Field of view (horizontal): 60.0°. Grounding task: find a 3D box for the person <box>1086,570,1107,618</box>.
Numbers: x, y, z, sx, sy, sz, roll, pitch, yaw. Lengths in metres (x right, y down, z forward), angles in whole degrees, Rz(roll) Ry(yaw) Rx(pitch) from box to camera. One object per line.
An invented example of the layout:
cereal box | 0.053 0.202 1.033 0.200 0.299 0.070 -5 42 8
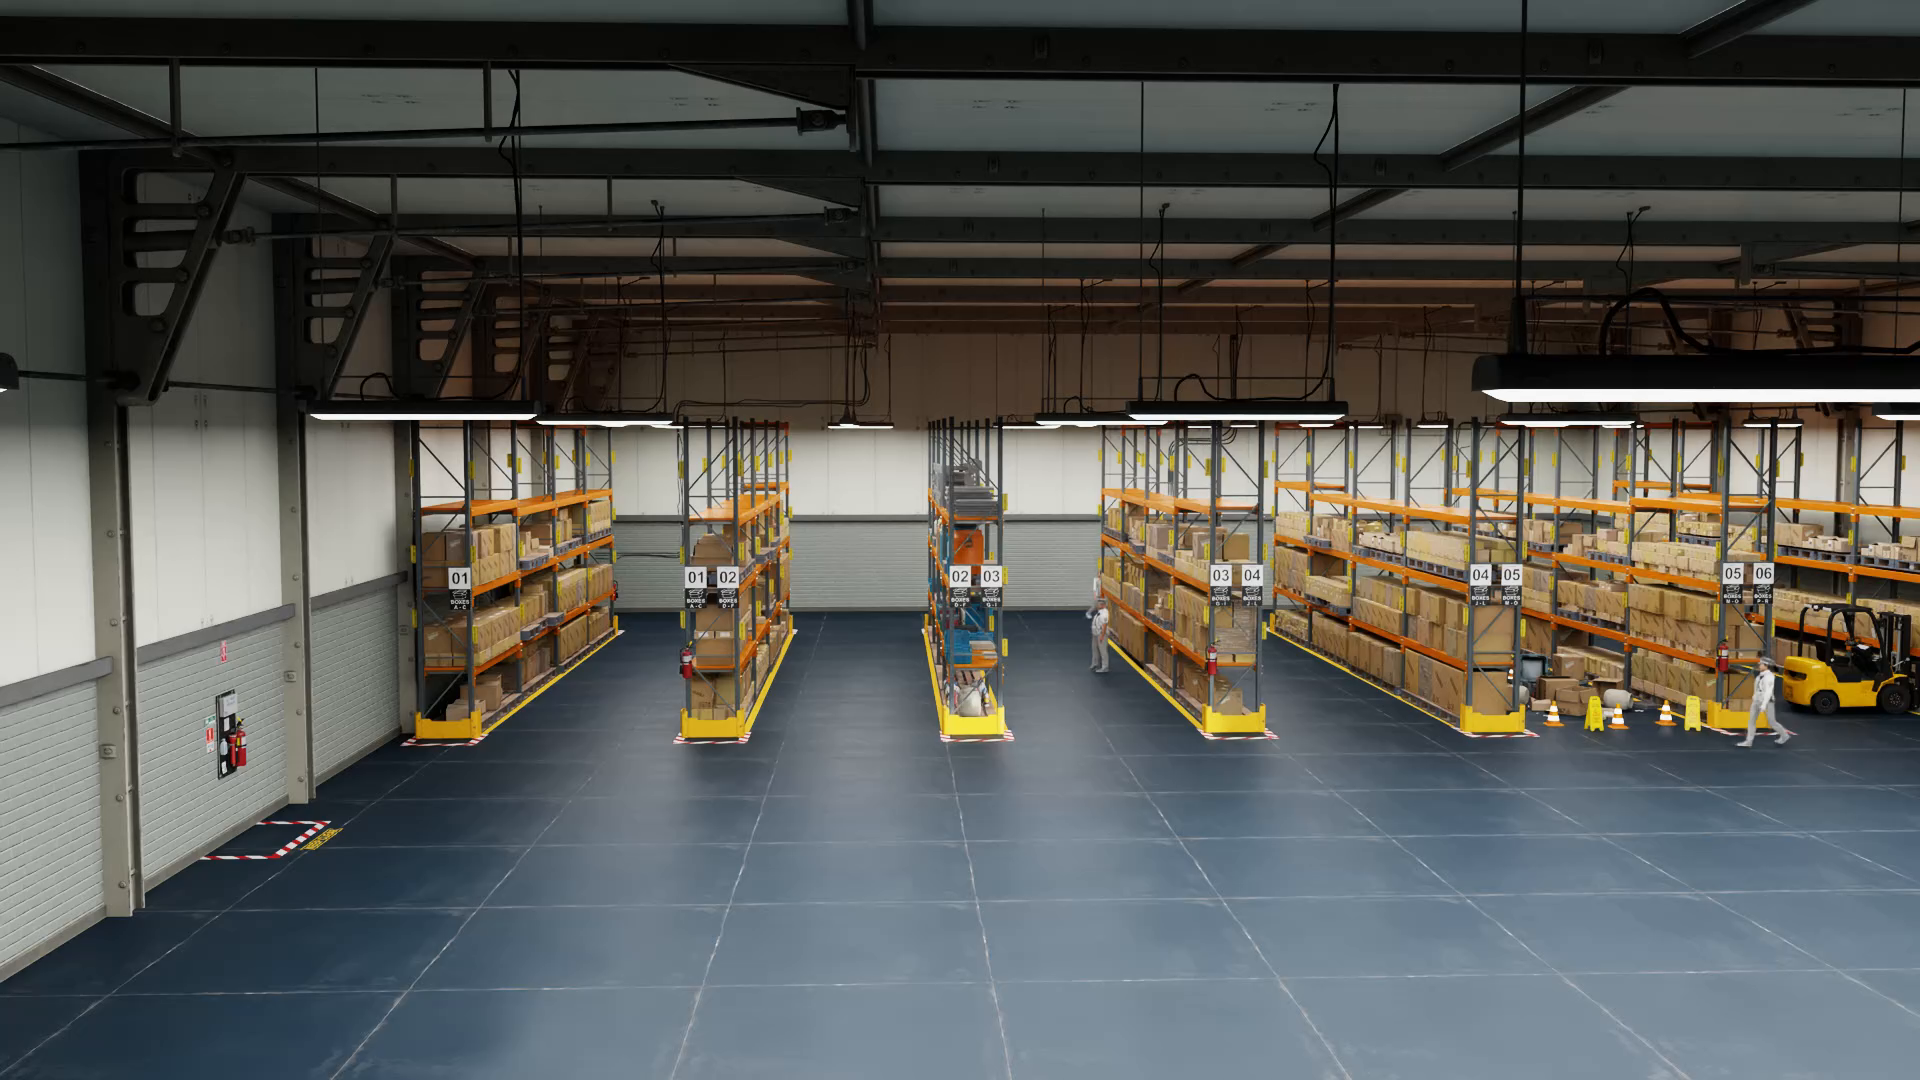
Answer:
person | 4.171 1.665 50.144 0.481 1.548 0.825 -3 5 -42

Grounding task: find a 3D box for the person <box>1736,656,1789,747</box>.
person | 14.579 2.931 30.087 0.958 1.645 0.445 -1 4 -22

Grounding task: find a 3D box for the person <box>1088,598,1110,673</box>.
person | 3.311 2.260 39.614 0.468 1.743 0.600 -1 4 -19
